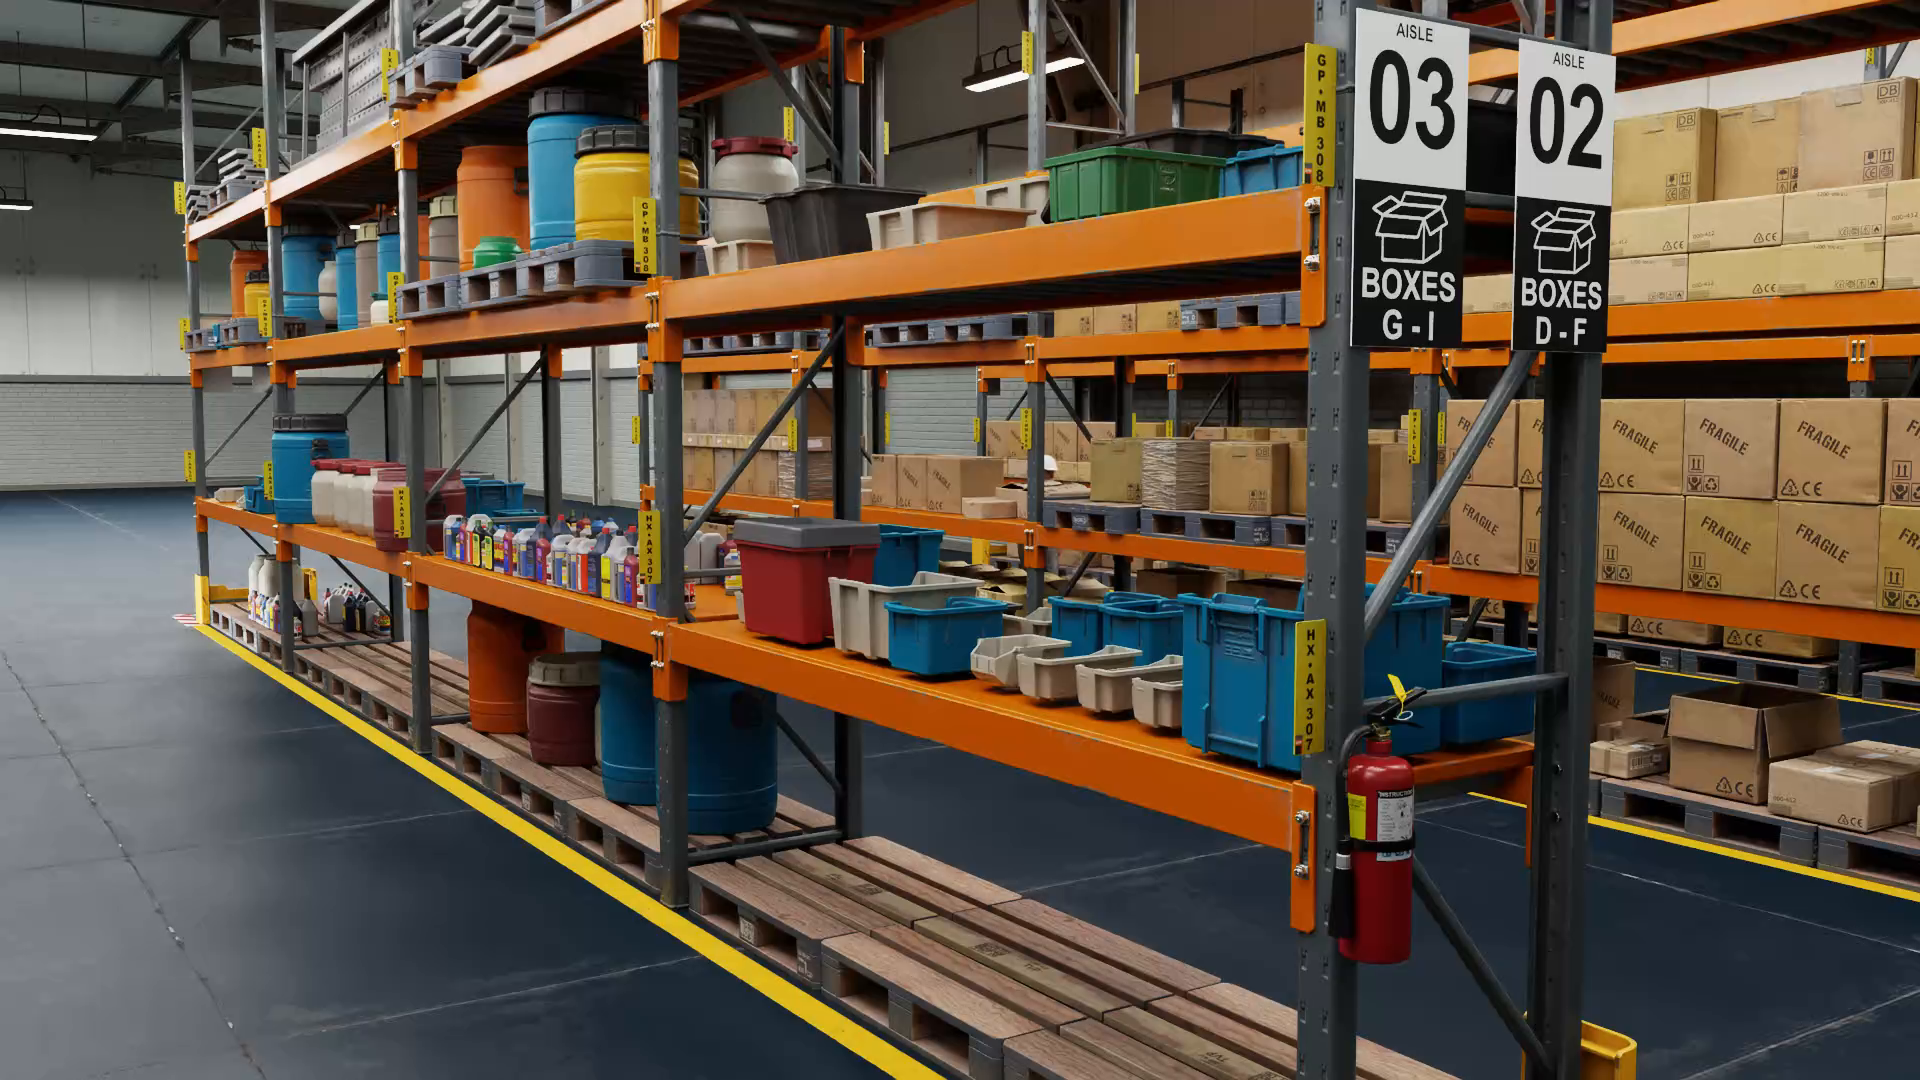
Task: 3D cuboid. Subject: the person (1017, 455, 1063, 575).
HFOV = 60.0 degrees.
[{"bbox_3d":[0.807,0.025,16.859,0.566,1.767,0.465,-3,6,-36],"label":"person"}]
